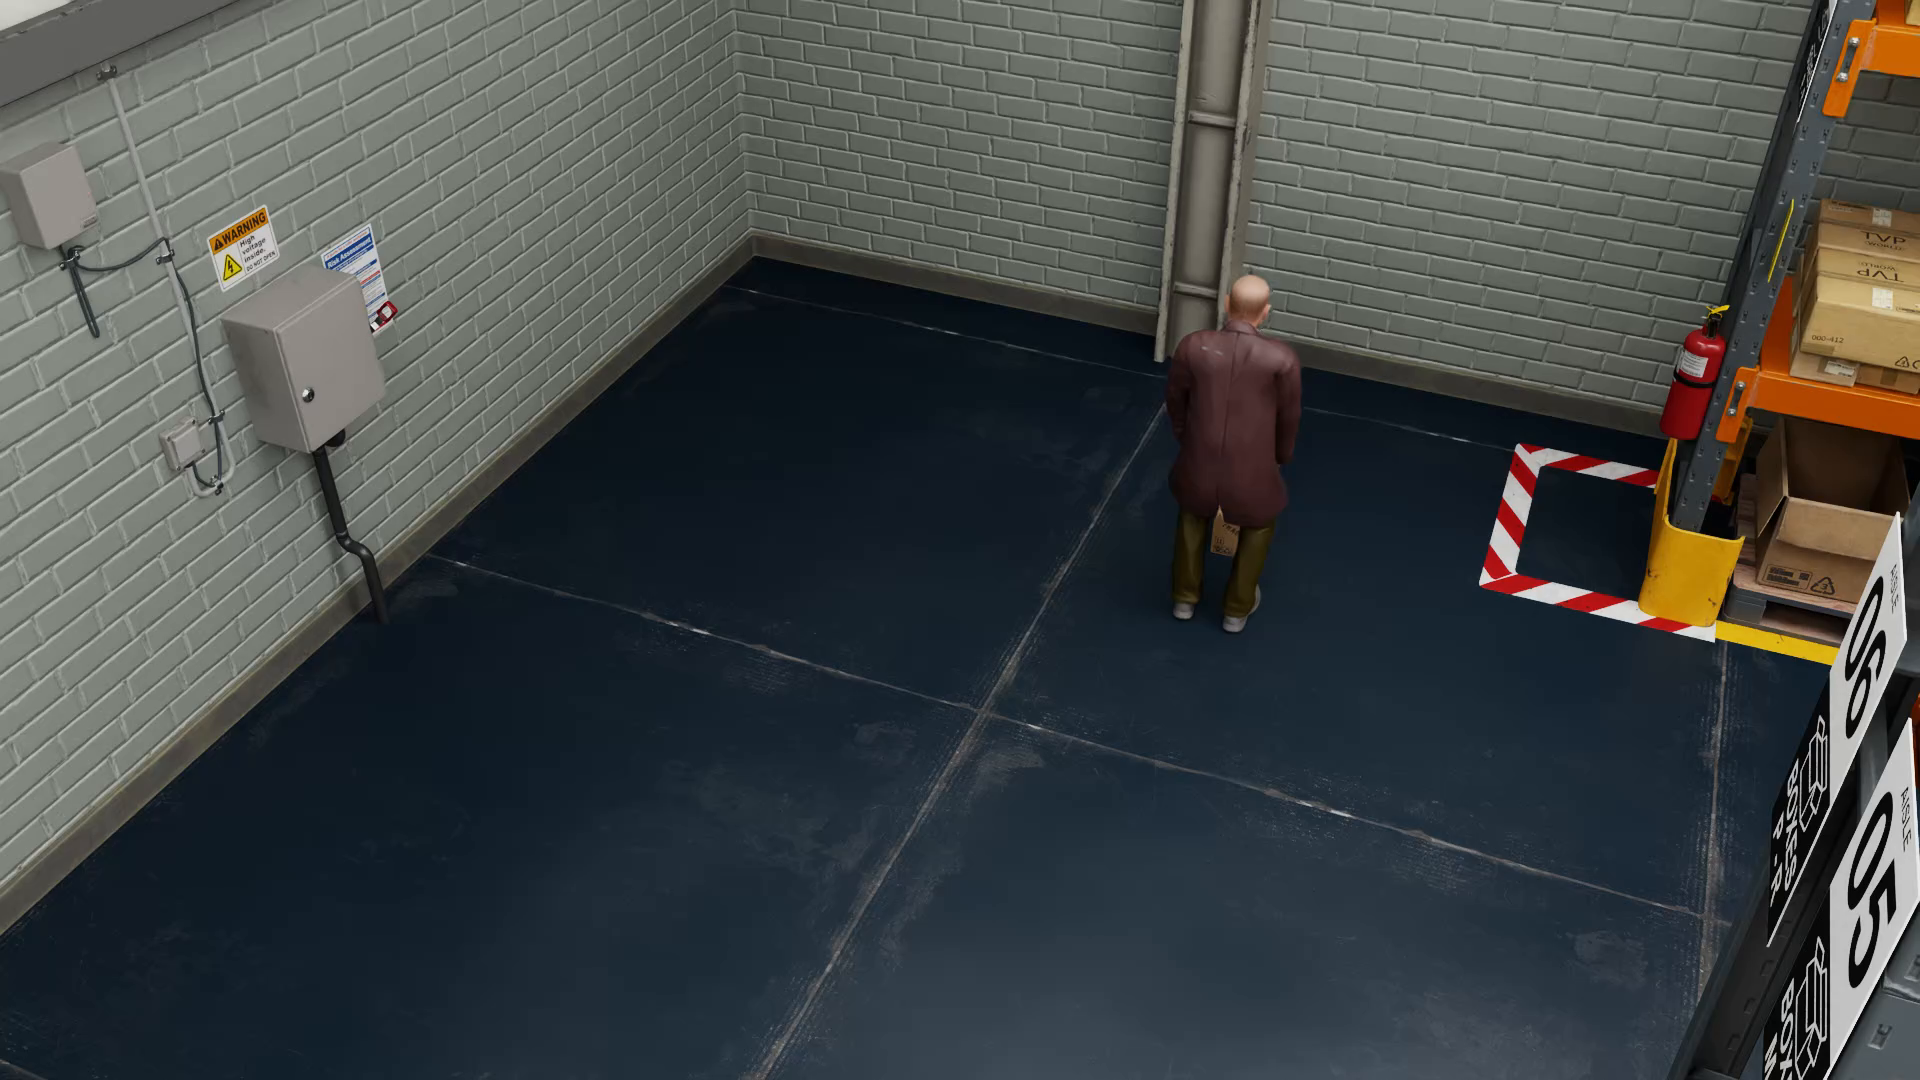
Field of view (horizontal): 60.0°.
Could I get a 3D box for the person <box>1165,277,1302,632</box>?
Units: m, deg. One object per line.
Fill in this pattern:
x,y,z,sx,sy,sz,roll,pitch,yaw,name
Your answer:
1.184,-0.361,7.424,0.611,1.653,0.522,15,39,19,person
